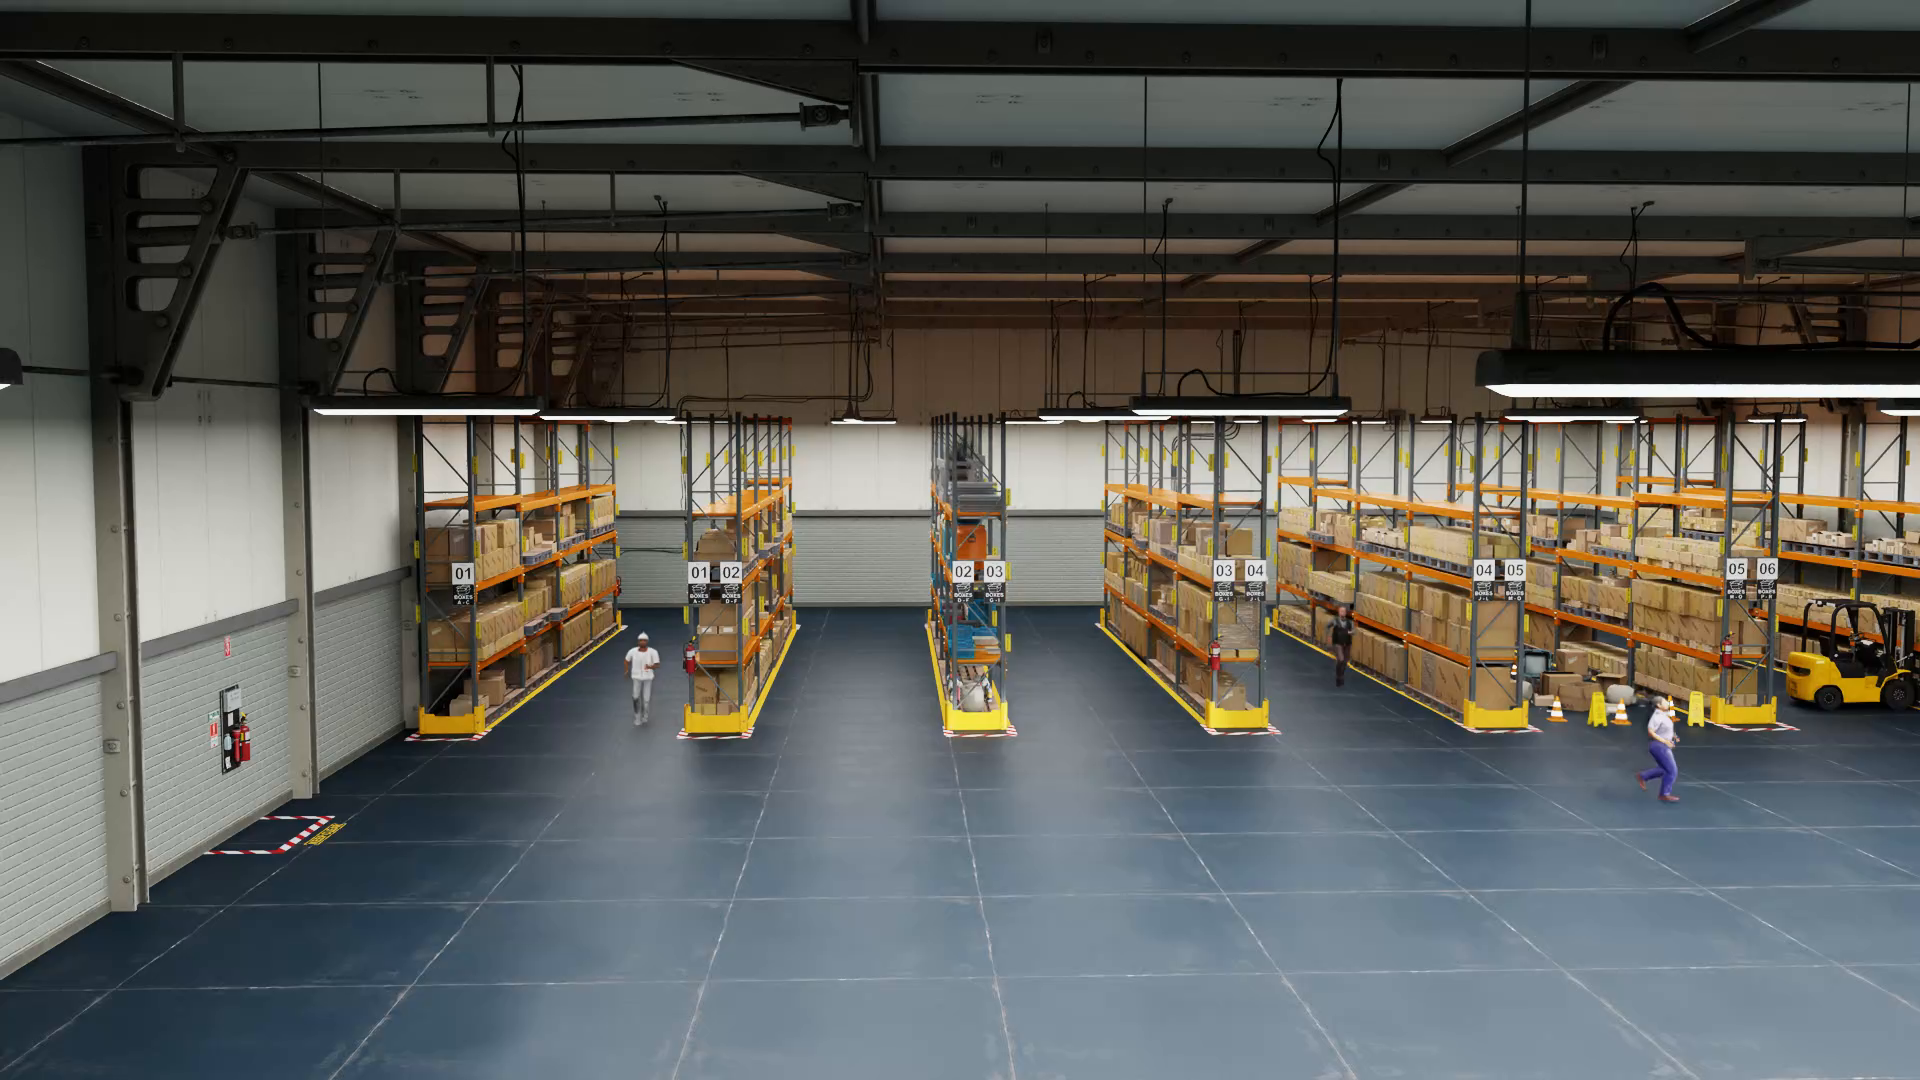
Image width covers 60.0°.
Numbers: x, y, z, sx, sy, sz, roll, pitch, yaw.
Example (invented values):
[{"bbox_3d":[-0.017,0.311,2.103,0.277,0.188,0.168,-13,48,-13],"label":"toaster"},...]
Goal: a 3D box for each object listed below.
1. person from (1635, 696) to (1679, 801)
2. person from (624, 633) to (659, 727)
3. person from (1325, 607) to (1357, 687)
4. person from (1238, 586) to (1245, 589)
[{"bbox_3d":[10.713,3.185,25.528,0.652,1.597,0.611,2,4,29],"label":"person"},{"bbox_3d":[-6.102,2.686,31.885,0.675,1.775,0.657,-1,4,-8],"label":"person"},{"bbox_3d":[8.444,2.365,36.785,0.624,1.780,0.752,-1,4,-9],"label":"person"},{"bbox_3d":[7.873,1.757,46.409,0.636,1.613,0.629,0,4,7],"label":"person"}]
